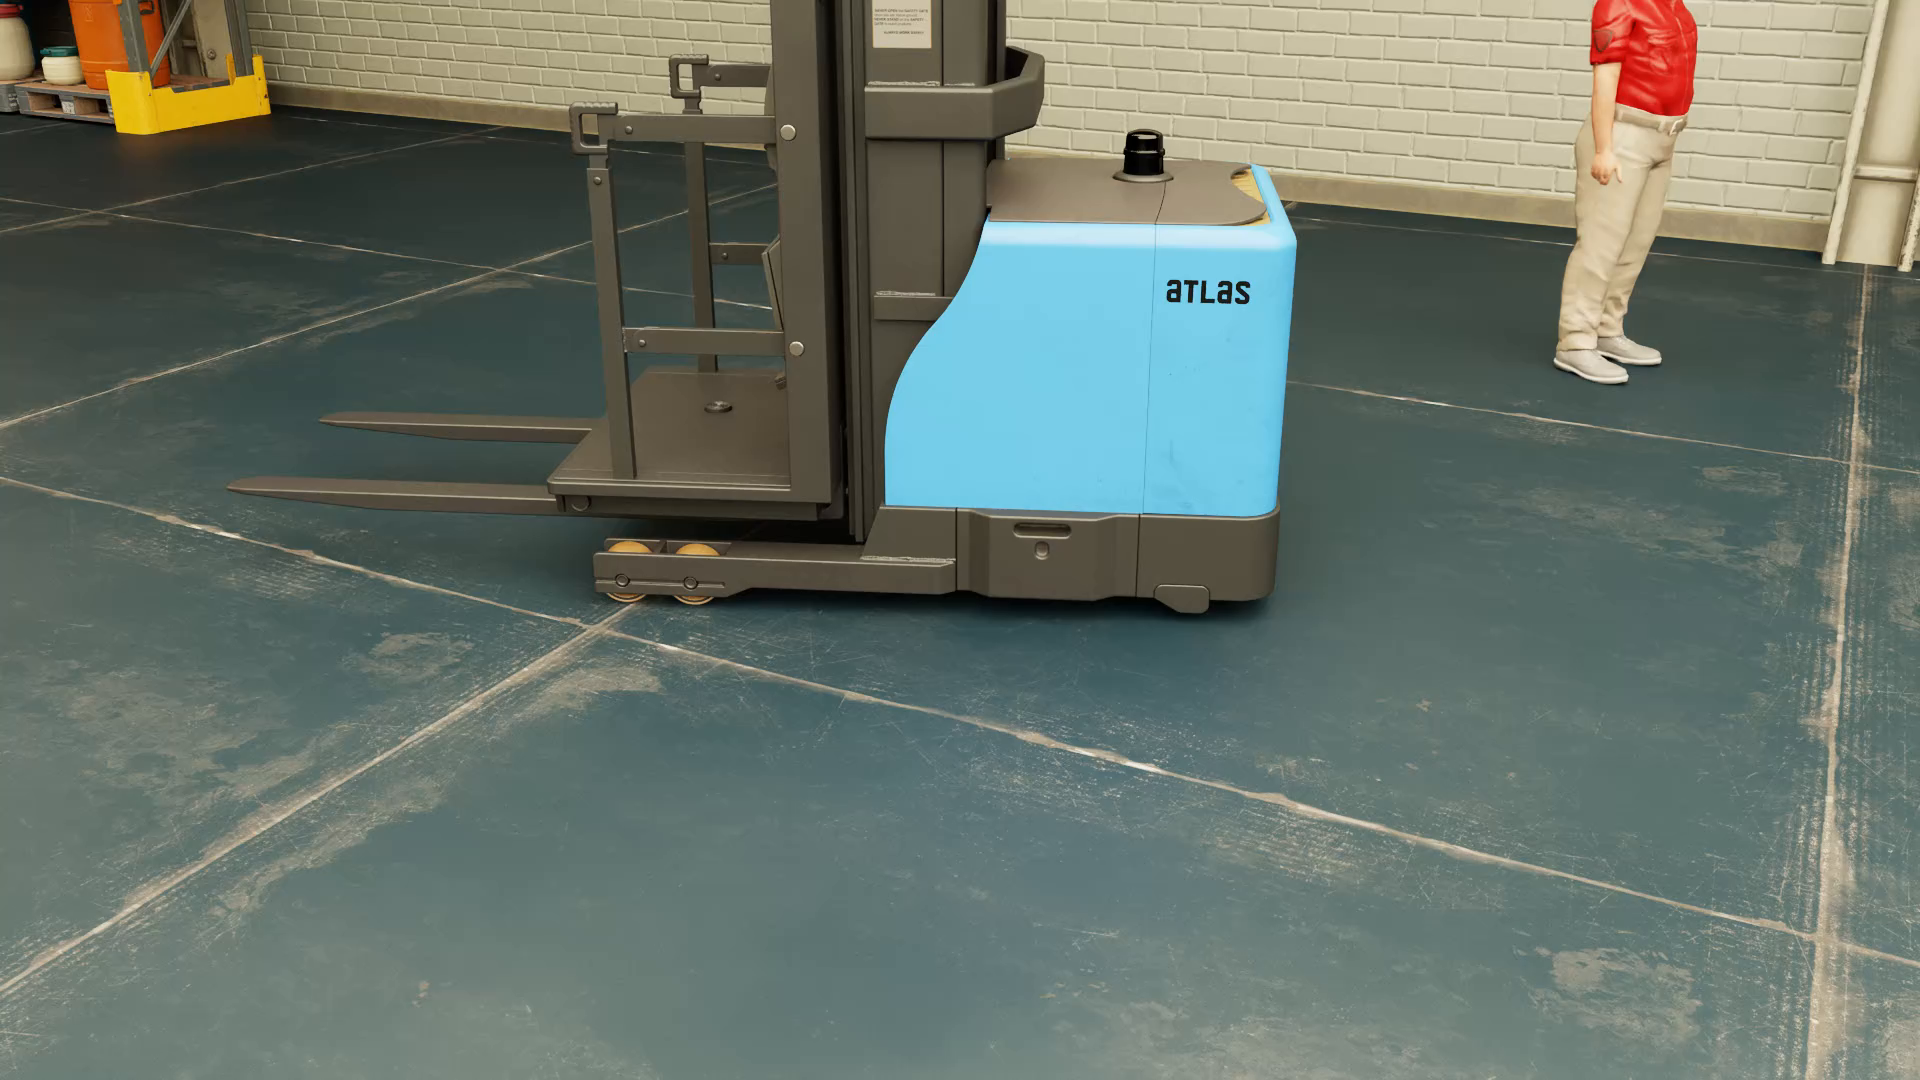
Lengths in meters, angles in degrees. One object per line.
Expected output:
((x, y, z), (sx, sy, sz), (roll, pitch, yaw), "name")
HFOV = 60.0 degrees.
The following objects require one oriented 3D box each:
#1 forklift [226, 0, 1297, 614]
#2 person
((-0.606, -1.371, 4.546), (3.031, 2.935, 1.130), (2, 23, 5), "forklift")
((2.609, -1.508, 6.419), (0.527, 1.728, 0.389), (-21, 31, -41), "person")
